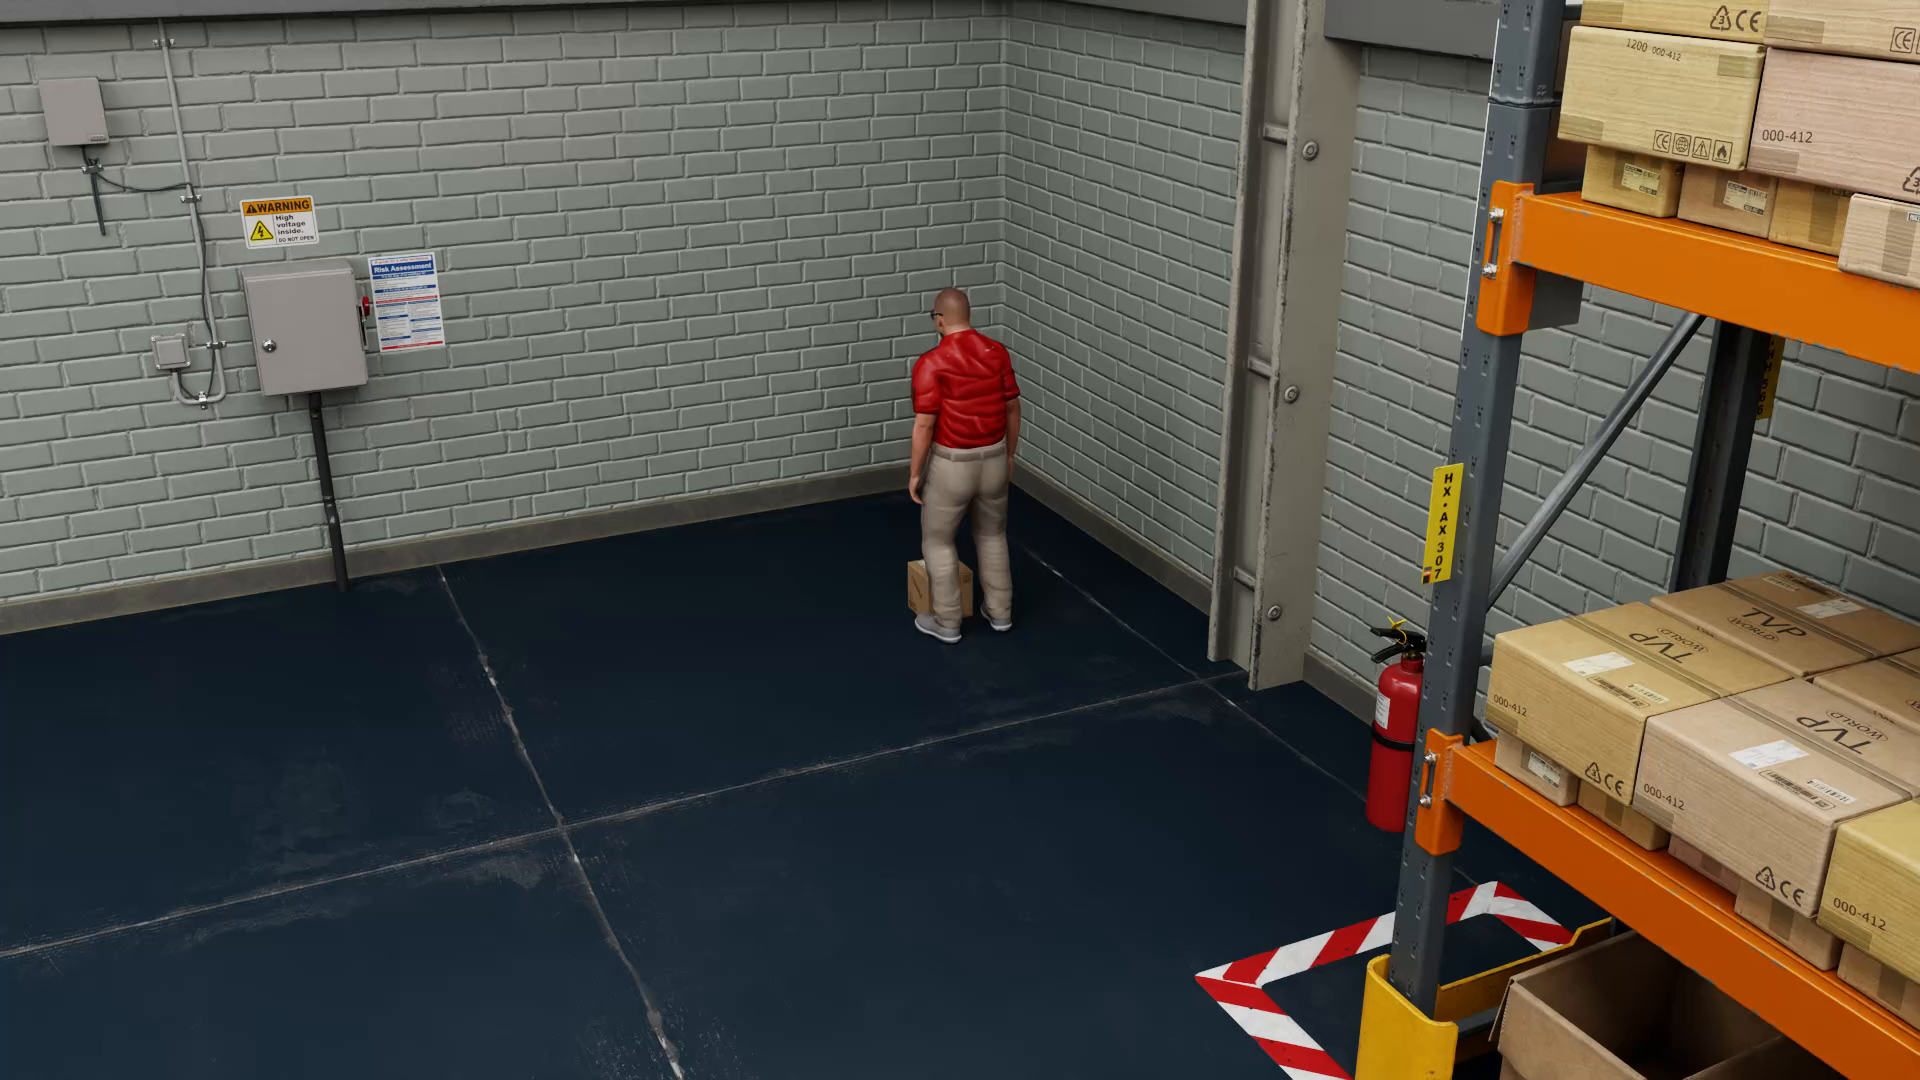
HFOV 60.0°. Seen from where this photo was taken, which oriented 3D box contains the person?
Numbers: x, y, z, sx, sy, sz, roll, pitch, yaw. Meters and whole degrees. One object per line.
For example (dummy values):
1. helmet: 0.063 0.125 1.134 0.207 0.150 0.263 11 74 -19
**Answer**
1. person: 0.015 -0.349 7.974 0.592 1.725 0.393 -11 25 -26
